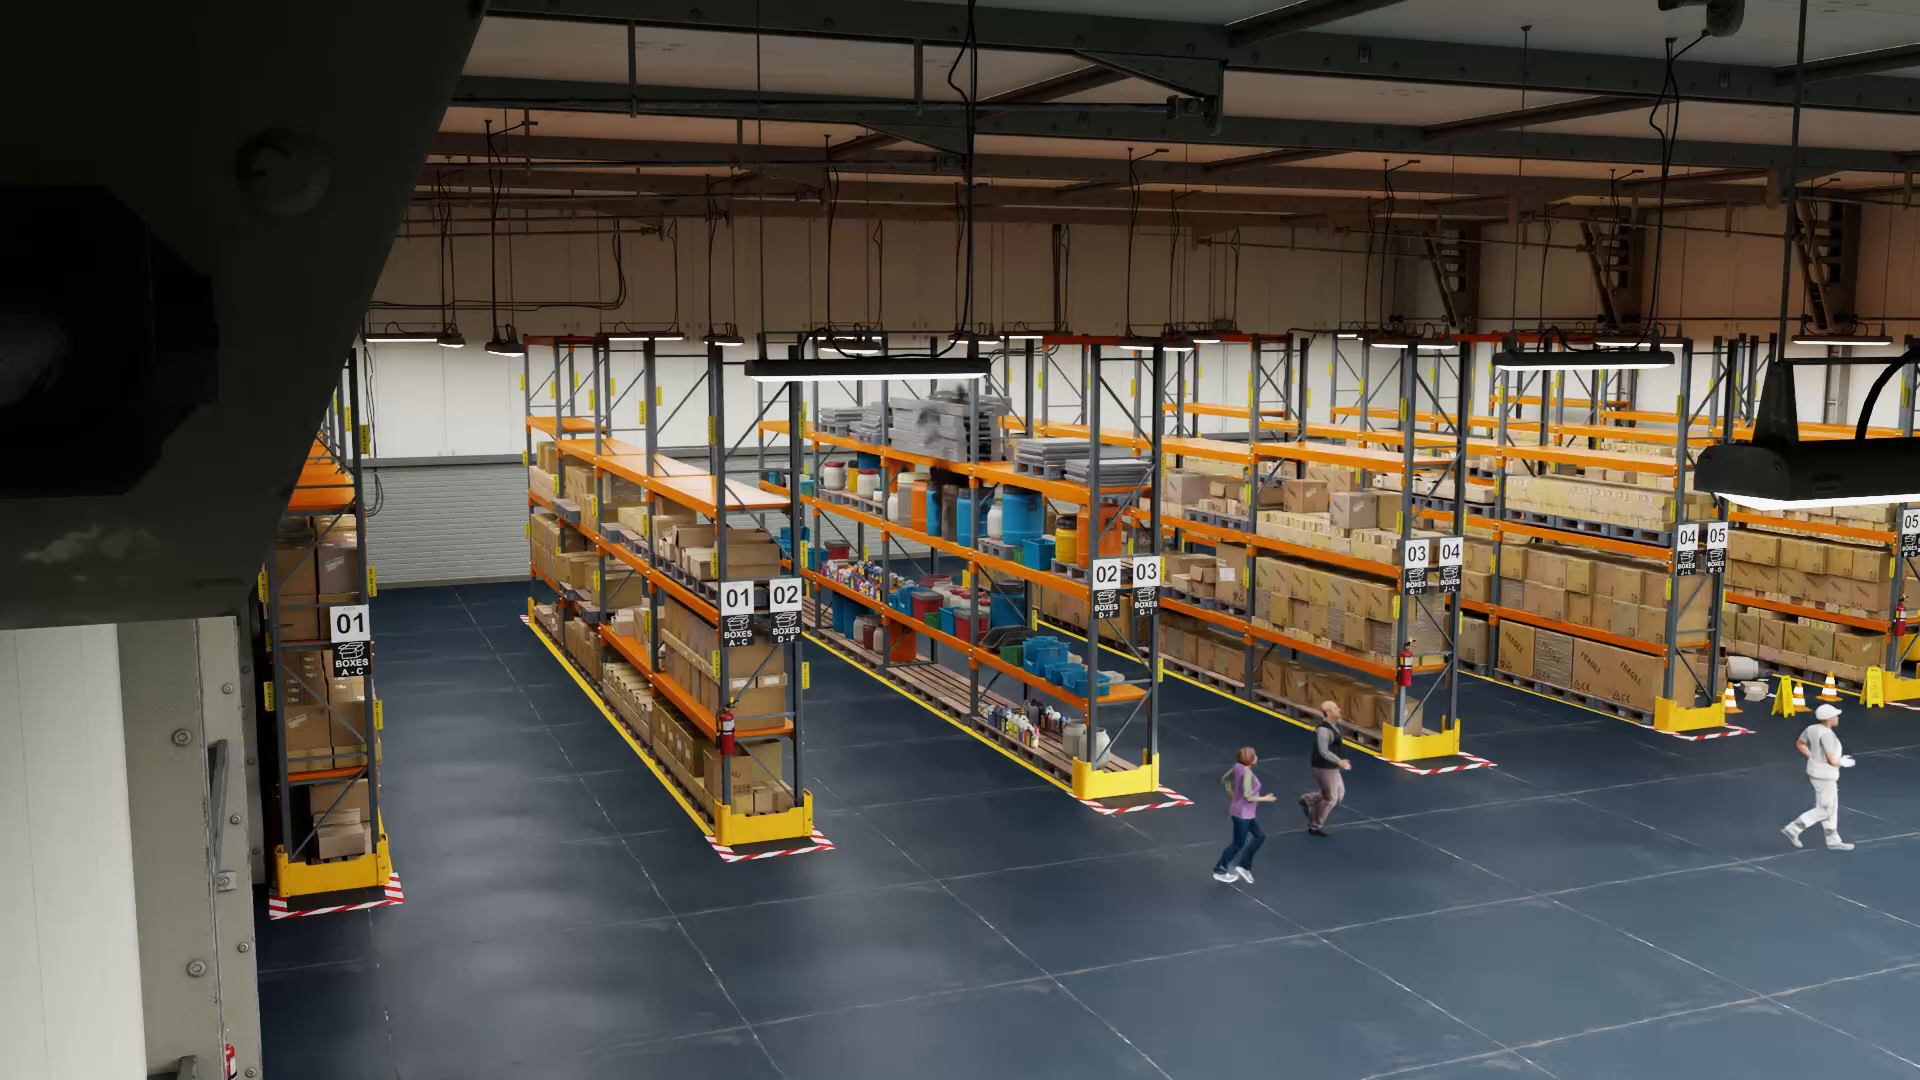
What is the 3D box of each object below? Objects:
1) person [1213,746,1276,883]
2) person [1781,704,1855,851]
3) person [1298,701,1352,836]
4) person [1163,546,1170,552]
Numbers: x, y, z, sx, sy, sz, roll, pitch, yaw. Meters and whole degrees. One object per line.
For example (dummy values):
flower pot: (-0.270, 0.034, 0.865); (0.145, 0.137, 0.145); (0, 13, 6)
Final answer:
person: (3.178, 3.089, 18.569); (0.678, 1.615, 0.532); (1, 8, 6)
person: (10.234, 2.822, 19.734); (0.859, 1.778, 0.675); (1, 8, 9)
person: (4.499, 2.794, 20.472); (0.646, 1.686, 0.678); (2, 8, 17)
person: (4.310, 0.924, 34.835); (0.620, 1.607, 0.552); (-4, 9, -27)
